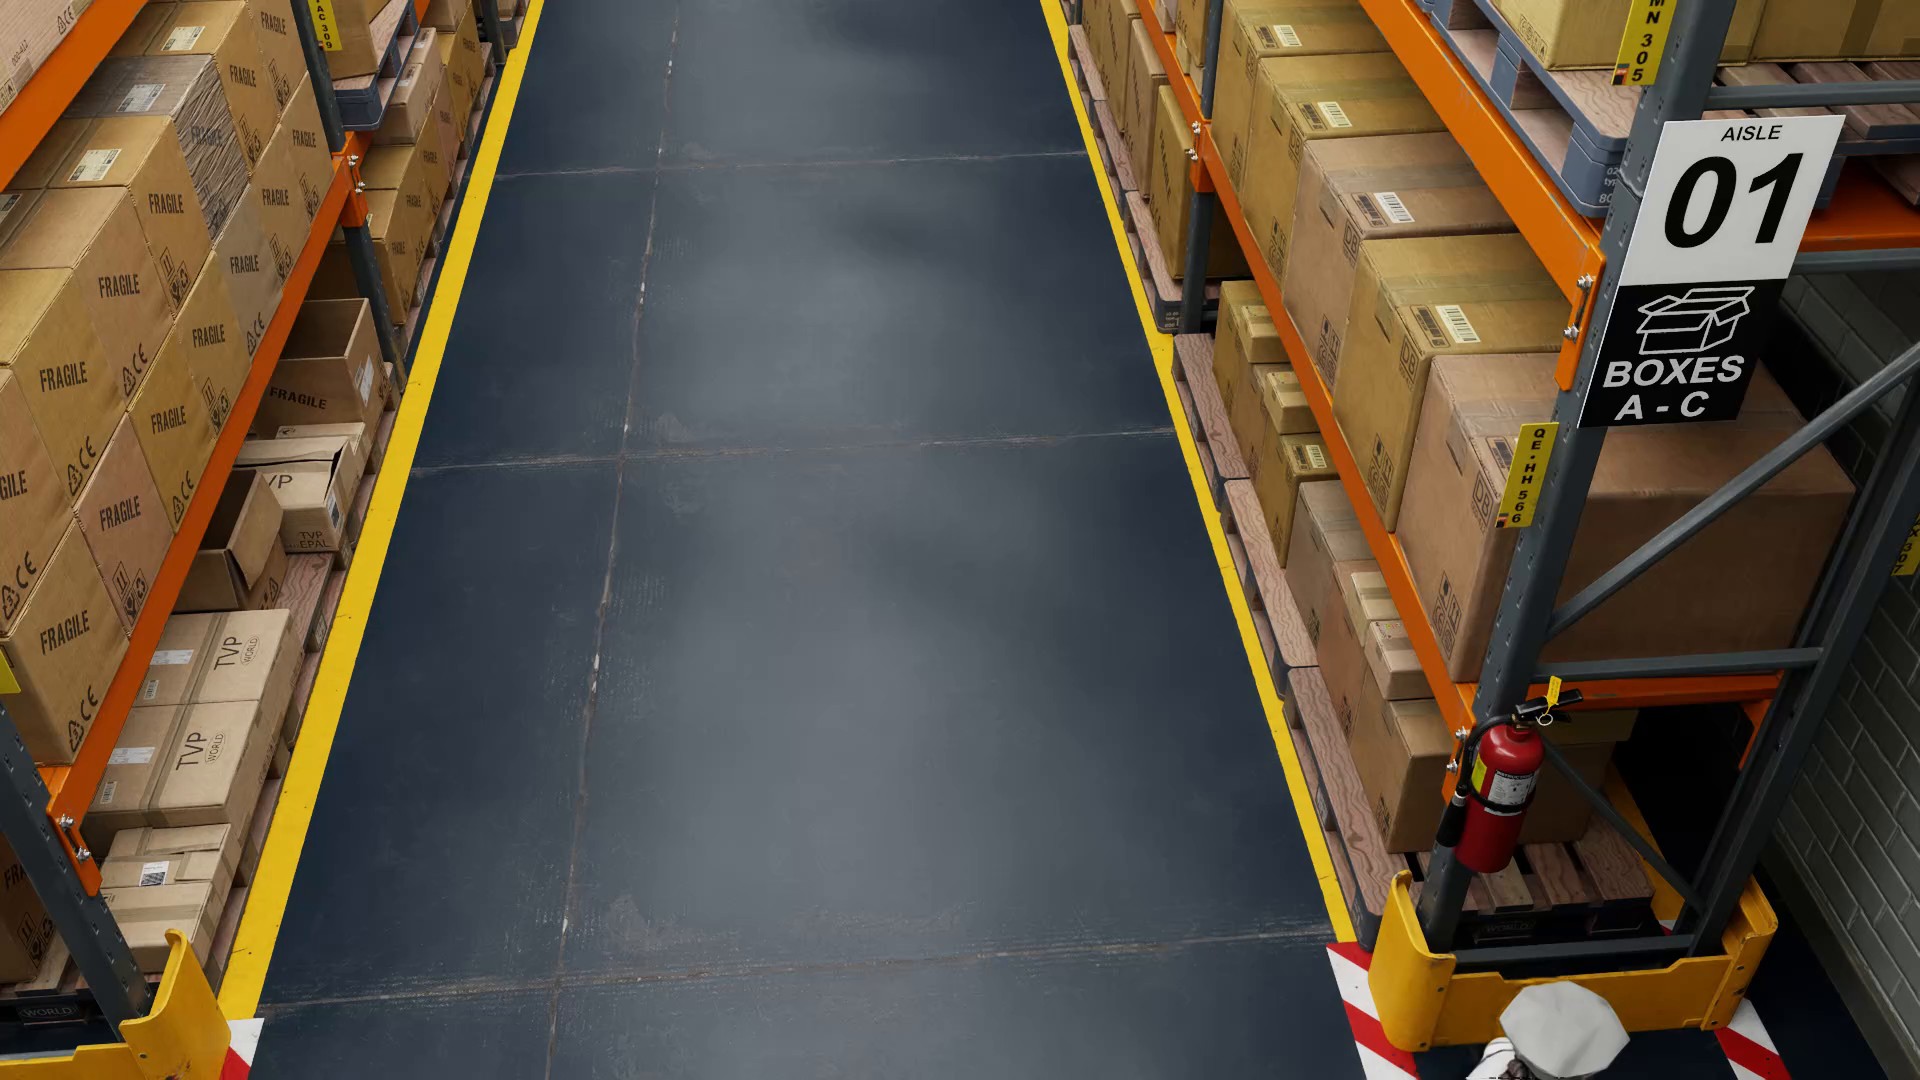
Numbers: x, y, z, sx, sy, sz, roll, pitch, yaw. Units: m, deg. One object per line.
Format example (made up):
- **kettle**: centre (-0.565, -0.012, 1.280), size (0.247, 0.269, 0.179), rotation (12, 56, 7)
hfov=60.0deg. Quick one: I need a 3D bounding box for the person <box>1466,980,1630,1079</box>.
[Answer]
- **person**: centre (1.324, 1.752, 4.019), size (0.957, 1.618, 0.570), rotation (20, 43, 22)
